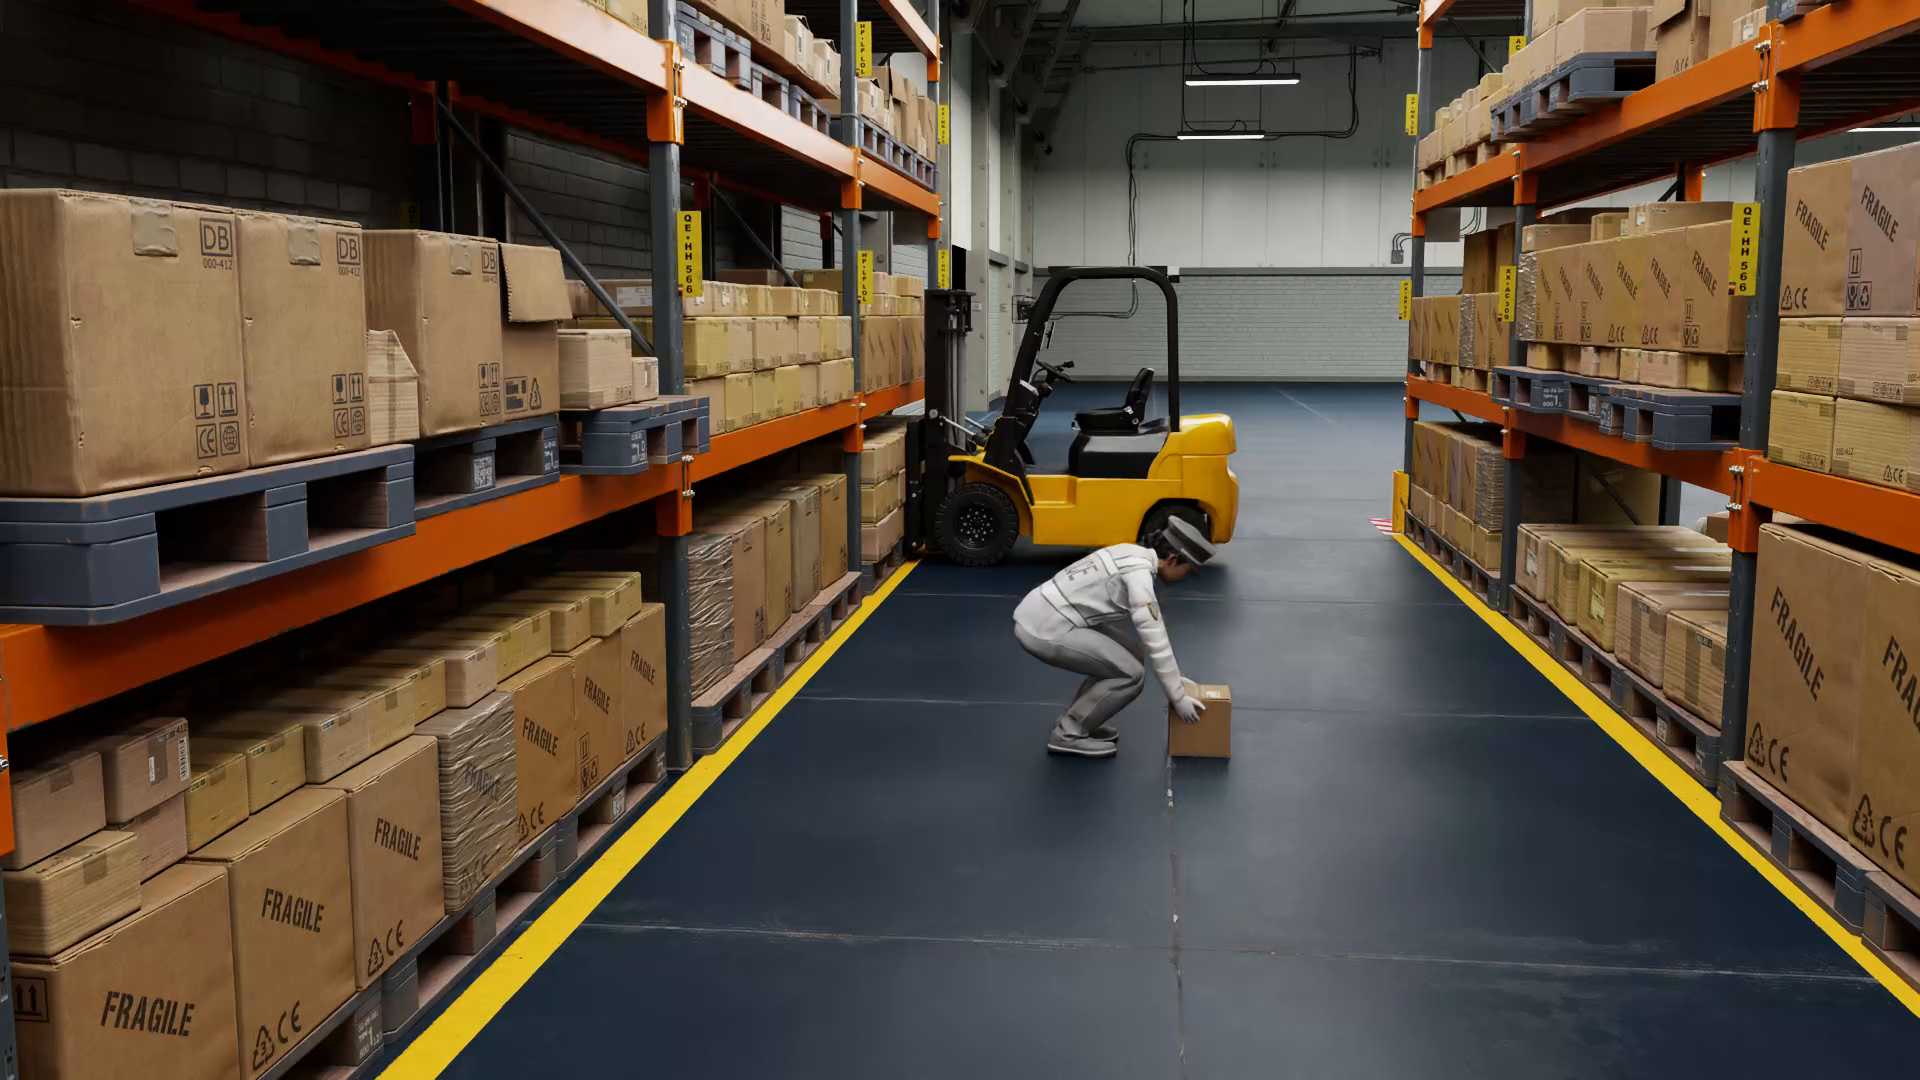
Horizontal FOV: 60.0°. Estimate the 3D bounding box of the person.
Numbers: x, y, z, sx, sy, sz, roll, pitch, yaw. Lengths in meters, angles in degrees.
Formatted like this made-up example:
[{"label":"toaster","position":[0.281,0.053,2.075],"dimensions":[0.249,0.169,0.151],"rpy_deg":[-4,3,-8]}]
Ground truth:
[{"label":"person","position":[0.649,0.390,6.979],"dimensions":[0.845,0.984,0.494],"rpy_deg":[1,8,6]}]
